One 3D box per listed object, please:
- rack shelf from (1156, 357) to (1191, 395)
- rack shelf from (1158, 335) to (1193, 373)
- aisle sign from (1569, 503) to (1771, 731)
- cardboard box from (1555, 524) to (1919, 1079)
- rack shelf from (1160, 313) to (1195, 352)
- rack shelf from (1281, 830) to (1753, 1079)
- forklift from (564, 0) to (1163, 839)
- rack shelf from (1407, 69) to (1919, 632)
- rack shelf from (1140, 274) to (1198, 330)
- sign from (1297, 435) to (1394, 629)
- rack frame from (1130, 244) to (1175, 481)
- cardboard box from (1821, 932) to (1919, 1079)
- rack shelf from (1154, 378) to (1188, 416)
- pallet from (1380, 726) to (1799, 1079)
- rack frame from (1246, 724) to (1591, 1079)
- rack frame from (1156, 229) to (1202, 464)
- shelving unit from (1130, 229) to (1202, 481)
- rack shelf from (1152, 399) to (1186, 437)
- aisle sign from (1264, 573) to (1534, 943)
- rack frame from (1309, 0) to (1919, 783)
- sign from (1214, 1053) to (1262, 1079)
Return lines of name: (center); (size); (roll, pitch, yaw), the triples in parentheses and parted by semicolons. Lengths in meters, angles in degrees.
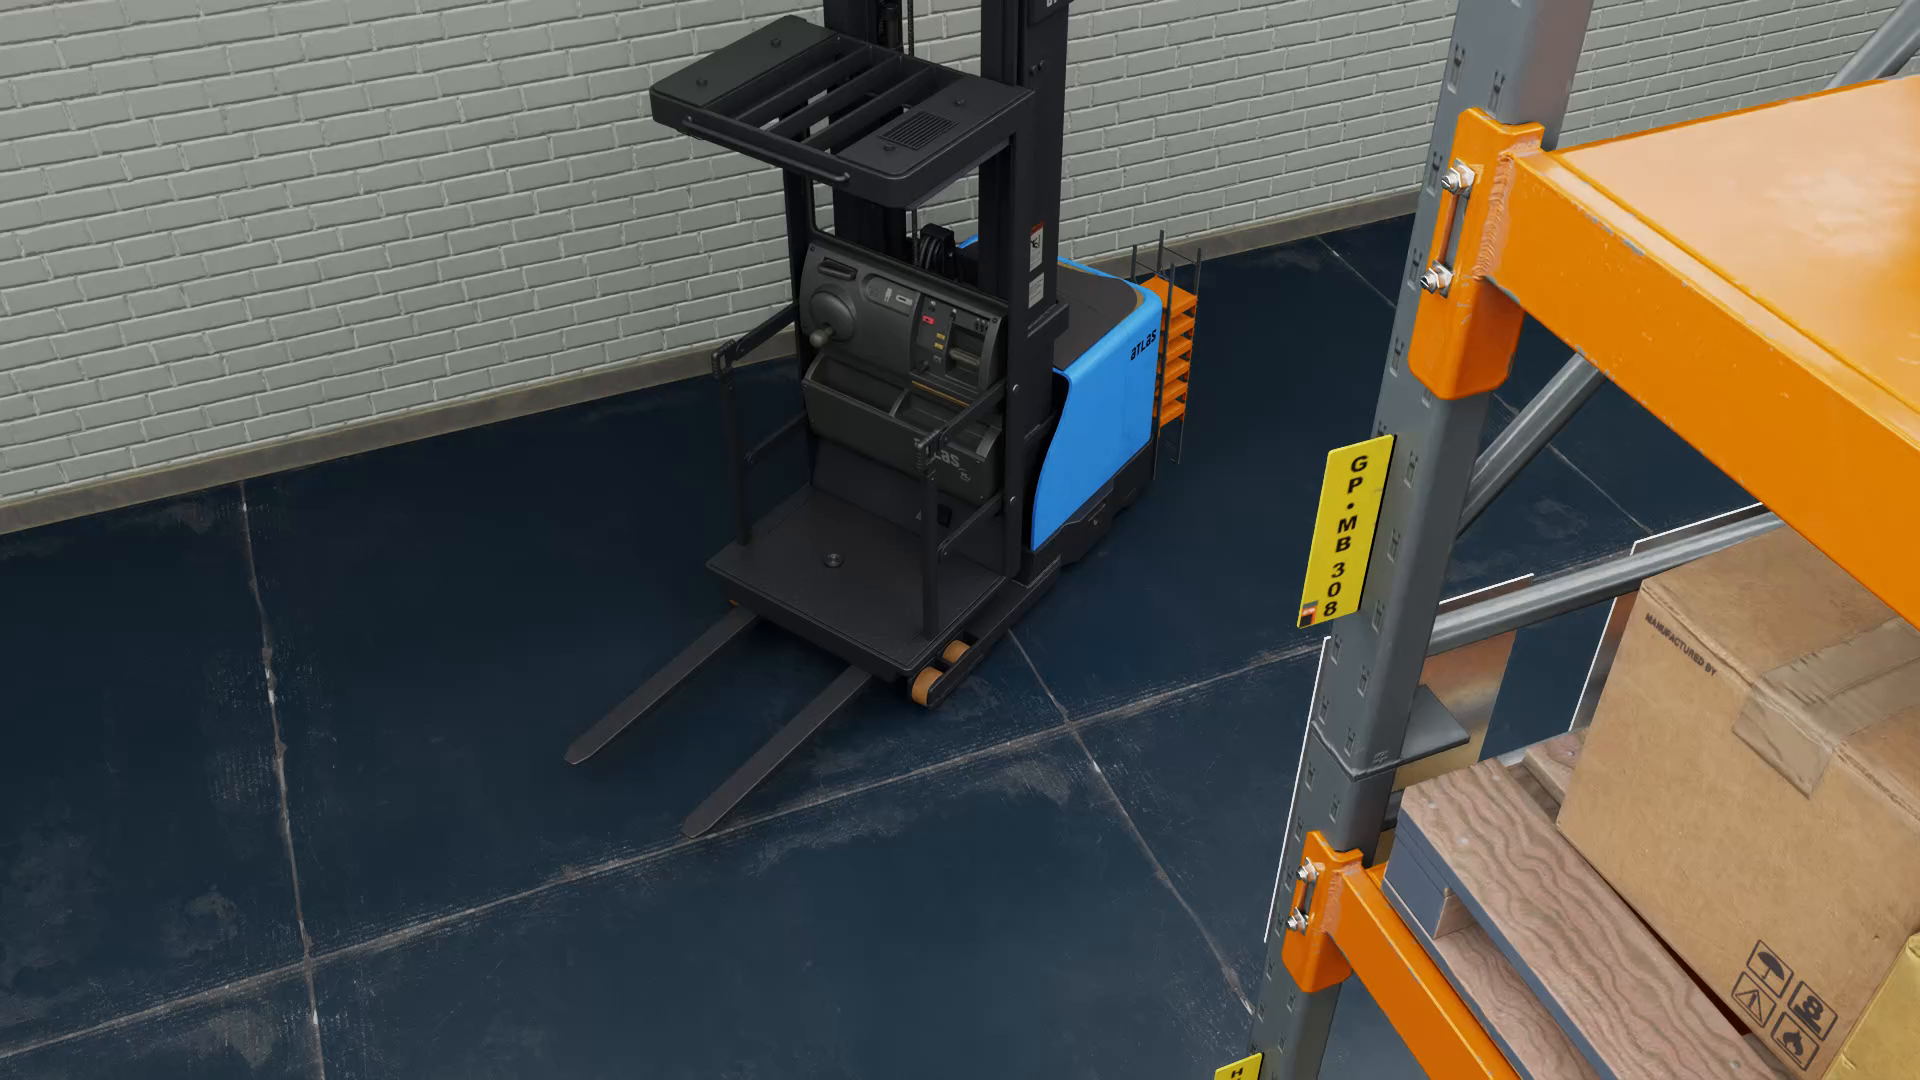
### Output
rack shelf: (0.916, -0.805, 7.752); (0.180, 0.103, 0.258); (-32, 50, -32)
rack shelf: (0.916, -0.896, 7.674); (0.180, 0.103, 0.258); (-32, 50, -32)
aisle sign: (1.305, 0.253, 3.080); (0.394, 0.787, 0.004); (-15, 43, -17)
cardboard box: (1.304, 0.285, 2.261); (0.700, 0.500, 0.500); (-18, 44, -19)
rack shelf: (0.916, -0.987, 7.596); (0.180, 0.103, 0.258); (-32, 50, -32)
rack shelf: (1.821, 1.698, 1.645); (1.077, 0.370, 4.000); (-15, 43, -17)
forklift: (-0.363, -0.782, 6.330); (1.130, 2.935, 3.031); (25, 47, 26)
rack shelf: (1.821, 0.712, 0.798); (1.077, 0.370, 4.000); (-15, 43, -17)
rack shelf: (0.916, -1.078, 7.518); (0.180, 0.103, 0.258); (-32, 50, -32)
sign: (0.541, -0.007, 2.344); (0.100, 0.325, 0.005); (-15, 43, -17)
rack frame: (0.850, -0.797, 7.675); (0.006, 1.200, 0.240); (-32, 50, -32)
cardboard box: (1.408, 0.654, 1.832); (0.700, 0.500, 0.500); (-17, 43, -18)
rack shelf: (0.916, -0.714, 7.831); (0.180, 0.103, 0.258); (-32, 50, -32)
pallet: (1.349, 0.698, 2.324); (1.003, 0.211, 1.213); (-15, 43, -17)
rack frame: (1.056, 1.357, 3.790); (1.000, 3.000, 0.127); (-15, 43, -17)
rack frame: (0.982, -0.880, 7.771); (0.006, 1.200, 0.240); (-32, 50, -32)
shelving unit: (0.916, -0.838, 7.723); (0.189, 1.200, 0.258); (-32, 50, -32)
rack shelf: (0.916, -0.623, 7.909); (0.180, 0.103, 0.258); (-32, 50, -32)
aisle sign: (0.751, 0.403, 2.905); (0.394, 0.787, 0.004); (-15, 43, -17)
rack frame: (1.056, -0.917, 1.834); (1.000, 3.000, 0.127); (-15, 43, -17)
sign: (0.541, 1.134, 3.325); (0.100, 0.325, 0.005); (-15, 43, -17)
